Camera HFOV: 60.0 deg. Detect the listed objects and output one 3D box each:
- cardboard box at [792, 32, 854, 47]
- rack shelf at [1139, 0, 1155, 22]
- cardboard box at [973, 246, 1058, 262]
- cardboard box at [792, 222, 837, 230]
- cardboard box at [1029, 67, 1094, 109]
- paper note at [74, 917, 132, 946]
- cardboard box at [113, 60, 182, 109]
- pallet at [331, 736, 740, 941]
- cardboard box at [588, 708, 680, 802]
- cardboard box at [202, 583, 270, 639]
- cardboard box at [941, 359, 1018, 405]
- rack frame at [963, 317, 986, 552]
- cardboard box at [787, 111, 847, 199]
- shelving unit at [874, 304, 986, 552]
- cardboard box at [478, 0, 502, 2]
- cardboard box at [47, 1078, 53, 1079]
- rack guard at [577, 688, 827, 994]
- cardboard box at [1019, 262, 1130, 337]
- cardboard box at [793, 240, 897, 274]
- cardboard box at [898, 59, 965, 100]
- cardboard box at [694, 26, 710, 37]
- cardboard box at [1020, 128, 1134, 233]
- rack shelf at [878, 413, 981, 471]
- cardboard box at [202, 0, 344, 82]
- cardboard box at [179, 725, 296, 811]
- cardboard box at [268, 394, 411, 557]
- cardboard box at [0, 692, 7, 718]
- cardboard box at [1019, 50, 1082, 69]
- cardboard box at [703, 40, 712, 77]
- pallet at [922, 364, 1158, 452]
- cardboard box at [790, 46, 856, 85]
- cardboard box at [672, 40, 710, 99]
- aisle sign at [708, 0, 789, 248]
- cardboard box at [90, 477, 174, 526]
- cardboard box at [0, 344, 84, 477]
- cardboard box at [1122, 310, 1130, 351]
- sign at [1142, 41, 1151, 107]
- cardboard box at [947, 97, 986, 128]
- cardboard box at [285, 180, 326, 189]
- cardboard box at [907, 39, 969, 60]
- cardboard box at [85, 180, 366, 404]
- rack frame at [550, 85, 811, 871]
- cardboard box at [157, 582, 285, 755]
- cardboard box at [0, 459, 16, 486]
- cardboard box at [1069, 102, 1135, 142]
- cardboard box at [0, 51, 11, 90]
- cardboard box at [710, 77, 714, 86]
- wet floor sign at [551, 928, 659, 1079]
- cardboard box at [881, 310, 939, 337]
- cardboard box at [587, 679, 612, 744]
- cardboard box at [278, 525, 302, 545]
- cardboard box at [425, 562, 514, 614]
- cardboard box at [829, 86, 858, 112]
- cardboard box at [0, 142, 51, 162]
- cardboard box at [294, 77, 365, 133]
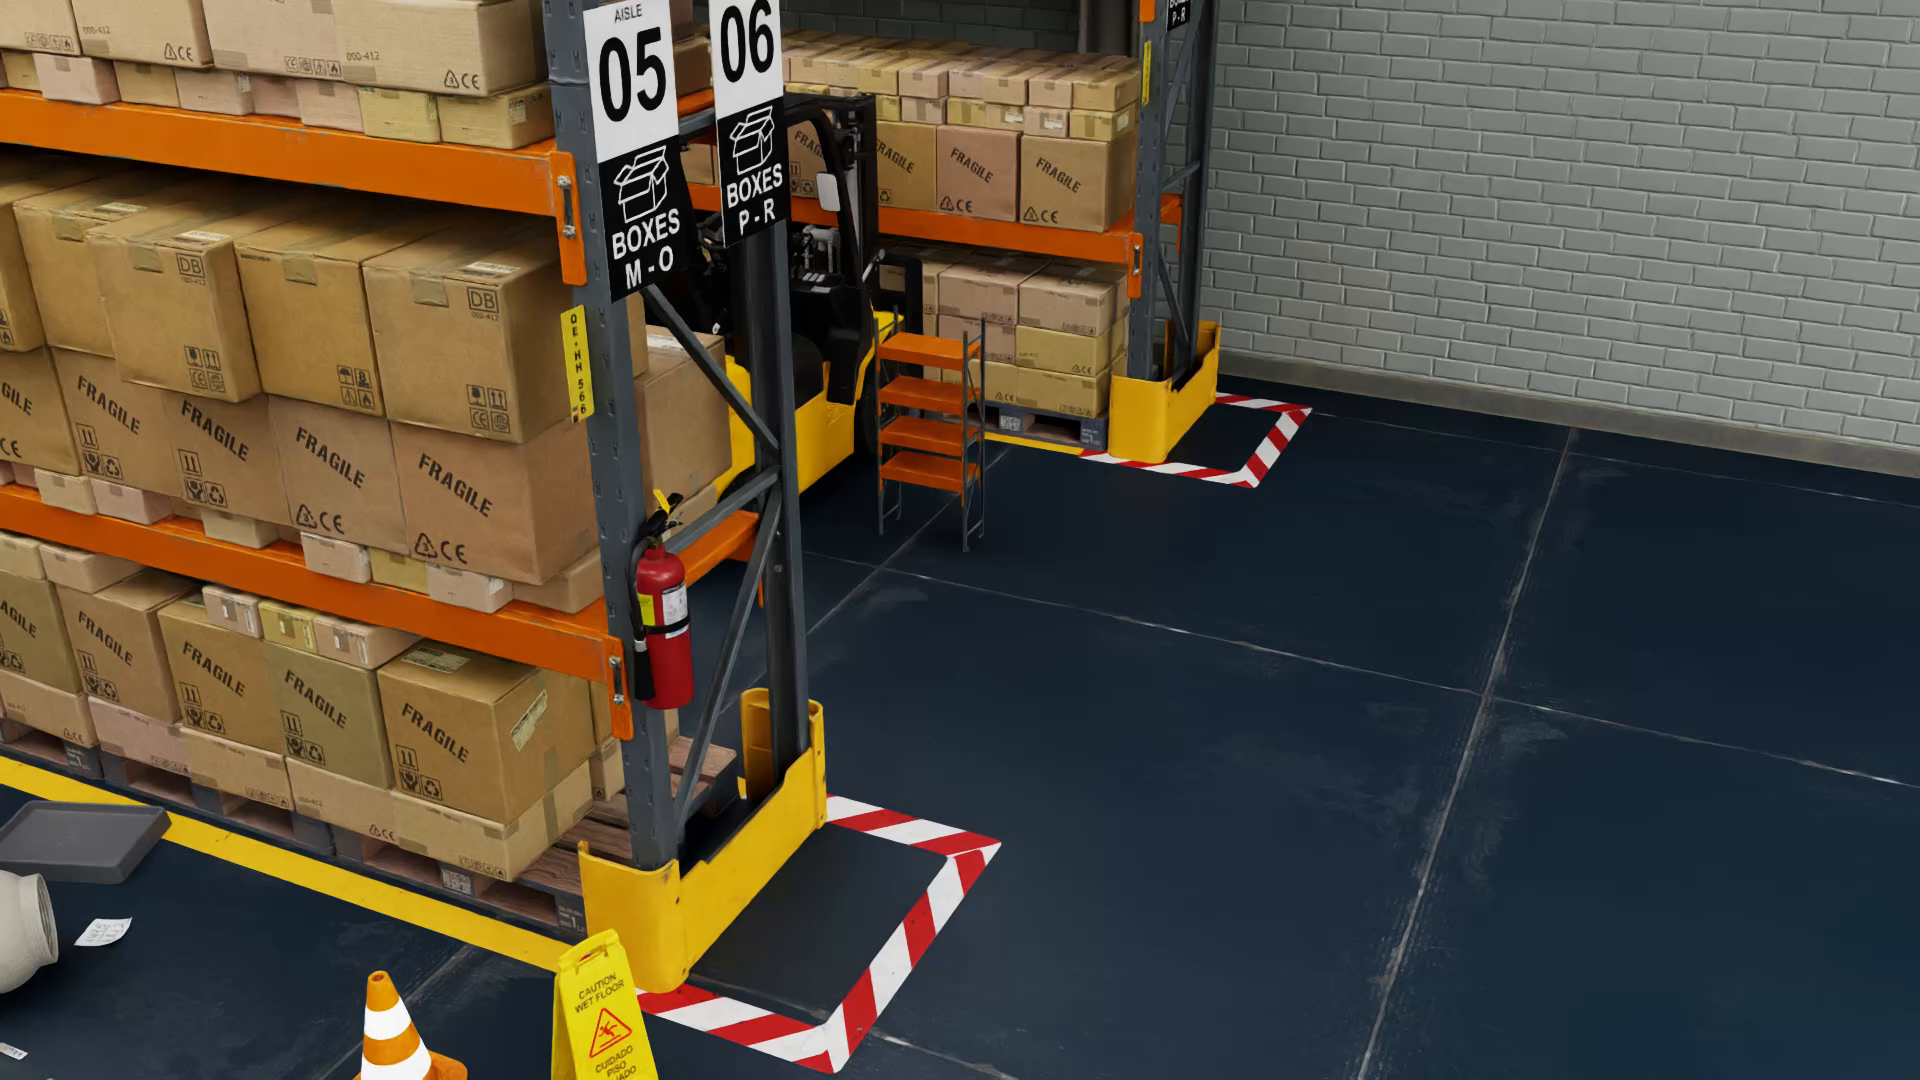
[{"bbox_3d":[-0.851,-3.066,10.397,0.250,0.149,0.380,11,28,21],"label":"cardboard box"},{"bbox_3d":[-0.598,-3.438,9.755,4.000,0.370,1.077,11,28,22],"label":"rack shelf"},{"bbox_3d":[0.407,-1.706,10.325,0.500,0.250,0.500,11,28,22],"label":"cardboard box"},{"bbox_3d":[-0.969,-1.987,10.896,0.500,0.250,0.500,12,28,22],"label":"cardboard box"},{"bbox_3d":[0.571,-2.532,9.312,0.250,0.149,0.380,11,28,22],"label":"cardboard box"},{"bbox_3d":[-3.038,1.386,5.899,0.148,0.019,0.142,2,26,4],"label":"paper note"},{"bbox_3d":[-2.424,-1.484,5.256,0.250,0.149,0.380,11,28,20],"label":"cardboard box"},{"bbox_3d":[-1.623,1.022,6.436,1.213,0.211,1.003,11,28,22],"label":"pallet"},{"bbox_3d":[-1.449,0.734,6.501,0.500,0.250,0.500,11,28,21],"label":"cardboard box"},{"bbox_3d":[-2.495,0.187,6.028,0.250,0.149,0.380,13,29,24],"label":"cardboard box"},{"bbox_3d":[0.215,-1.057,10.139,0.500,0.250,0.500,11,28,22],"label":"cardboard box"},{"bbox_3d":[0.071,-0.524,8.456,0.015,1.200,0.240,11,28,22],"label":"rack frame"},{"bbox_3d":[-0.732,-2.358,10.030,0.500,0.500,0.500,12,28,22],"label":"cardboard box"},{"bbox_3d":[-0.151,-0.569,8.546,0.503,1.200,0.258,11,28,22],"label":"shelving unit"},{"bbox_3d":[-1.259,-1.586,4.562,0.250,0.149,0.380,12,29,22],"label":"cardboard box"},{"bbox_3d":[-2.858,1.799,4.927,0.380,0.149,0.250,-18,31,-31],"label":"cardboard box"},{"bbox_3d":[-0.898,1.055,6.041,0.348,0.500,1.175,11,28,22],"label":"rack guard"},{"bbox_3d":[0.674,-1.411,9.726,0.500,0.250,0.500,12,29,24],"label":"cardboard box"},{"bbox_3d":[-0.715,-1.686,10.284,0.500,0.250,0.500,11,28,21],"label":"cardboard box"},{"bbox_3d":[-0.157,-2.647,9.546,0.250,0.149,0.380,12,29,23],"label":"cardboard box"},{"bbox_3d":[-1.546,-3.207,10.684,0.250,0.149,0.380,11,28,21],"label":"cardboard box"},{"bbox_3d":[0.666,-2.078,9.462,0.500,0.500,0.500,11,28,21],"label":"cardboard box"},{"bbox_3d":[-0.151,-0.508,8.576,0.480,0.148,0.258,11,28,22],"label":"rack shelf"},{"bbox_3d":[-1.858,-1.548,4.934,0.500,0.250,0.500,11,28,21],"label":"cardboard box"},{"bbox_3d":[-2.623,0.762,6.444,0.500,0.250,0.500,10,28,20],"label":"cardboard box"},{"bbox_3d":[-1.891,-0.313,5.539,0.500,0.500,0.500,11,28,22],"label":"cardboard box"},{"bbox_3d":[-4.045,0.478,7.021,0.500,0.250,0.500,10,28,19],"label":"cardboard box"},{"bbox_3d":[0.534,-2.770,9.795,0.250,0.149,0.380,12,29,23],"label":"cardboard box"},{"bbox_3d":[-1.548,-2.929,10.119,0.250,0.149,0.380,12,29,23],"label":"cardboard box"},{"bbox_3d":[0.509,-0.921,10.382,1.213,0.211,1.003,11,28,22],"label":"pallet"},{"bbox_3d":[-0.812,-2.830,9.918,0.250,0.149,0.380,11,28,22],"label":"cardboard box"},{"bbox_3d":[-0.997,-1.477,5.242,0.250,0.149,0.380,11,28,22],"label":"cardboard box"},{"bbox_3d":[-0.644,-1.332,5.117,0.004,0.787,0.394,11,28,22],"label":"aisle sign"},{"bbox_3d":[-2.915,-0.212,6.069,0.250,0.149,0.380,11,28,22],"label":"cardboard box"},{"bbox_3d":[-3.267,-0.590,6.103,0.500,0.500,0.500,11,28,21],"label":"cardboard box"},{"bbox_3d":[0.880,-1.398,10.264,0.500,0.250,0.500,12,29,23],"label":"cardboard box"},{"bbox_3d":[0.985,-2.459,8.770,0.005,0.325,0.100,11,28,22],"label":"sign"},{"bbox_3d":[0.114,-2.492,9.569,0.250,0.149,0.380,11,28,21],"label":"cardboard box"},{"bbox_3d":[-4.900,-2.399,12.440,0.625,0.625,0.875,12,29,23],"label":"cardboard box"},{"bbox_3d":[-0.133,-2.947,10.155,0.250,0.149,0.380,11,28,21],"label":"cardboard box"},{"bbox_3d":[-2.349,-0.832,5.463,0.500,0.500,0.700,11,28,21],"label":"cardboard box"},{"bbox_3d":[-0.829,-0.053,5.461,0.127,3.000,1.000,11,28,22],"label":"rack frame"},{"bbox_3d":[-2.599,0.425,6.278,0.500,0.500,0.500,11,28,21],"label":"cardboard box"},{"bbox_3d":[-3.600,-0.364,6.377,0.250,0.149,0.380,12,29,23],"label":"cardboard box"},{"bbox_3d":[0.791,-2.336,9.251,0.250,0.149,0.380,12,29,23],"label":"cardboard box"},{"bbox_3d":[-3.151,-1.590,5.473,0.250,0.149,0.380,11,28,21],"label":"cardboard box"},{"bbox_3d":[-1.321,-2.746,10.083,0.250,0.149,0.380,11,28,21],"label":"cardboard box"},{"bbox_3d":[-1.099,1.469,5.036,0.232,0.644,0.267,23,35,39],"label":"wet floor sign"},{"bbox_3d":[-0.281,-1.373,10.215,0.500,0.250,0.500,11,28,21],"label":"cardboard box"},{"bbox_3d":[-1.471,0.393,6.344,0.500,0.500,0.500,10,28,20],"label":"cardboard box"},{"bbox_3d":[-2.181,-0.118,5.877,0.250,0.149,0.380,12,29,23],"label":"cardboard box"},{"bbox_3d":[-1.535,0.076,5.484,0.250,0.149,0.380,11,28,21],"label":"cardboard box"},{"bbox_3d":[-0.577,-2.642,9.873,0.250,0.149,0.380,11,28,21],"label":"cardboard box"},{"bbox_3d":[-3.704,-1.141,6.090,0.500,0.500,0.700,12,28,22],"label":"cardboard box"},{"bbox_3d":[-1.738,-1.333,4.950,0.250,0.149,0.380,12,29,23],"label":"cardboard box"}]
